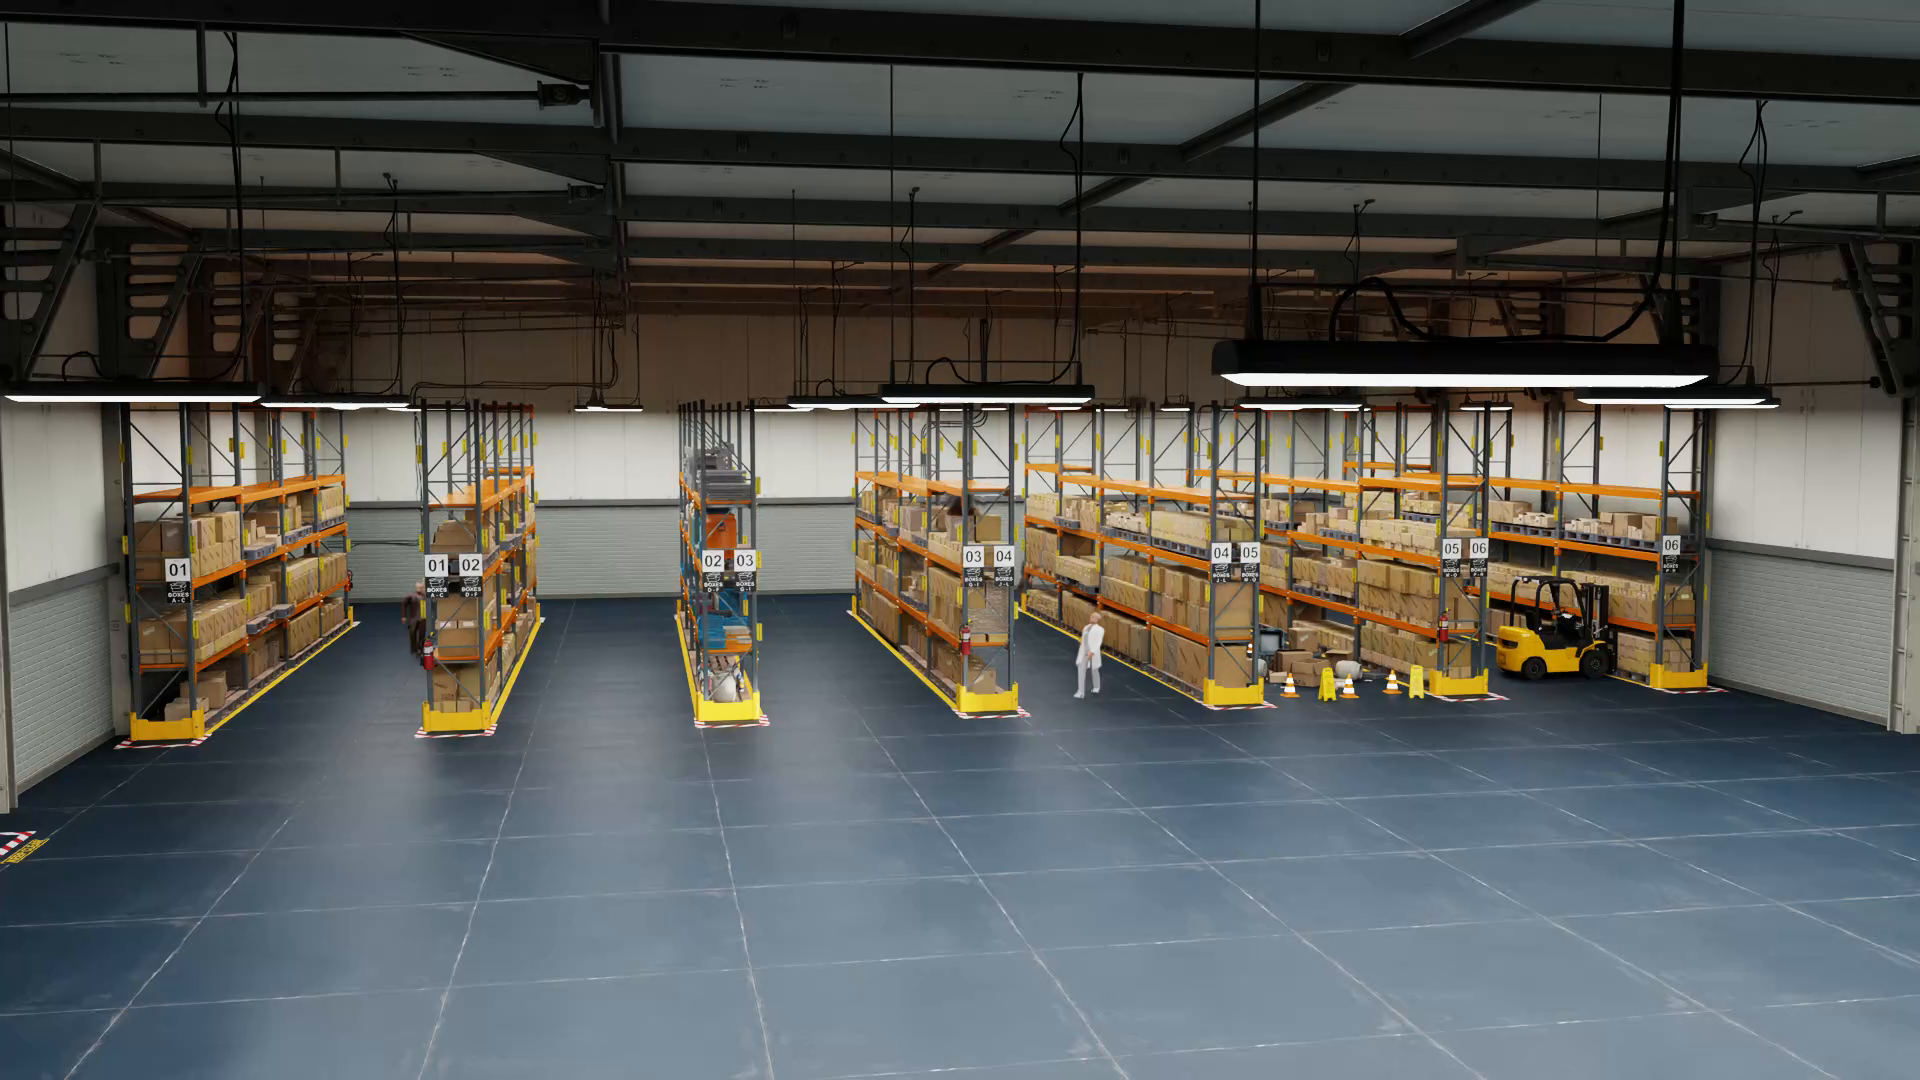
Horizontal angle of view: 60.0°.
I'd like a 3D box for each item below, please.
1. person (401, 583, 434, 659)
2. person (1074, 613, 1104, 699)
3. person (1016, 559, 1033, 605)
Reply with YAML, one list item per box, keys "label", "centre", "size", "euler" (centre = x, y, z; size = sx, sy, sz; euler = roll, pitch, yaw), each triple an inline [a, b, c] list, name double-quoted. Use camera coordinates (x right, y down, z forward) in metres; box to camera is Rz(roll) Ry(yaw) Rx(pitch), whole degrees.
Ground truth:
- label: "person"
  centre: [-12.853, 1.968, 39.442]
  size: [0.761, 1.717, 0.936]
  euler: [-1, 4, -10]
- label: "person"
  centre: [2.622, 2.324, 33.542]
  size: [0.558, 1.704, 1.139]
  euler: [1, 4, 15]
- label: "person"
  centre: [2.022, 1.123, 49.766]
  size: [0.915, 1.673, 0.613]
  euler: [-1, 4, -11]
